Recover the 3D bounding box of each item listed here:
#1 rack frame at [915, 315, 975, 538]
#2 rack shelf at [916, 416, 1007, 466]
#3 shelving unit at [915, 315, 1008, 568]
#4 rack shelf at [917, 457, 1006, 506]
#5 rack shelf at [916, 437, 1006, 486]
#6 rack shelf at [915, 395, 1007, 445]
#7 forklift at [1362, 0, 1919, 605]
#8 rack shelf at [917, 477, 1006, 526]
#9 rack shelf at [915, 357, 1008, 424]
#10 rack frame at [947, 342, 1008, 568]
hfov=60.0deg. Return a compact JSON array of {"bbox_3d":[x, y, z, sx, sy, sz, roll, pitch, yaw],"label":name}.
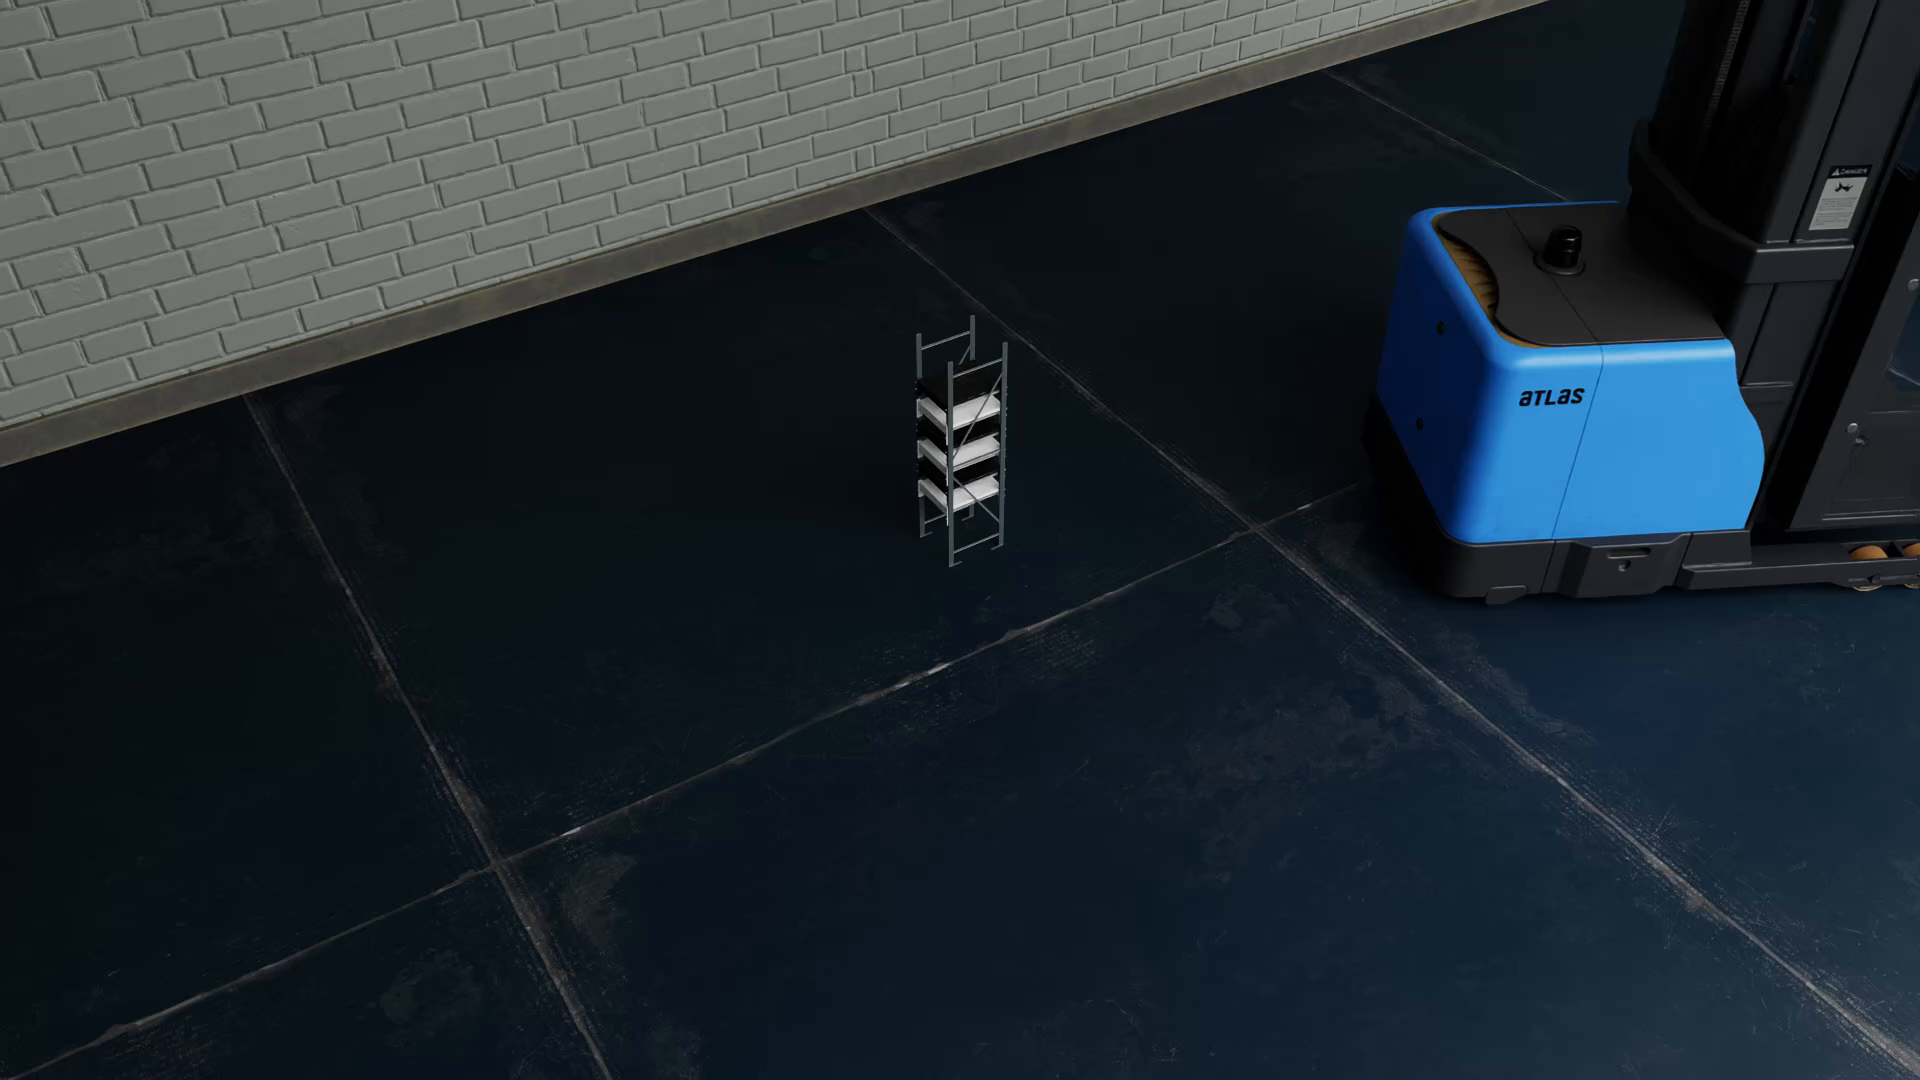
[{"bbox_3d":[-0.050,-0.396,6.023,0.240,0.900,0.006,-22,45,-24],"label":"rack frame"},{"bbox_3d":[0.004,-0.385,5.920,0.258,0.077,0.200,-22,45,-24],"label":"rack shelf"},{"bbox_3d":[0.004,-0.341,5.957,0.258,0.900,0.210,-22,45,-24],"label":"shelving unit"},{"bbox_3d":[0.004,-0.247,6.036,0.258,0.077,0.200,-22,45,-24],"label":"rack shelf"},{"bbox_3d":[0.004,-0.316,5.978,0.258,0.077,0.200,-22,45,-24],"label":"rack shelf"},{"bbox_3d":[0.004,-0.454,5.863,0.258,0.077,0.200,-22,45,-24],"label":"rack shelf"},{"bbox_3d":[3.147,-1.277,5.493,3.031,2.935,1.130,-3,40,-4],"label":"forklift"},{"bbox_3d":[0.004,-0.177,6.093,0.258,0.077,0.200,-22,45,-24],"label":"rack shelf"},{"bbox_3d":[0.004,-0.523,5.805,0.258,0.077,0.200,-22,45,-24],"label":"rack shelf"},{"bbox_3d":[0.059,-0.286,5.891,0.240,0.900,0.006,-22,45,-24],"label":"rack frame"}]
